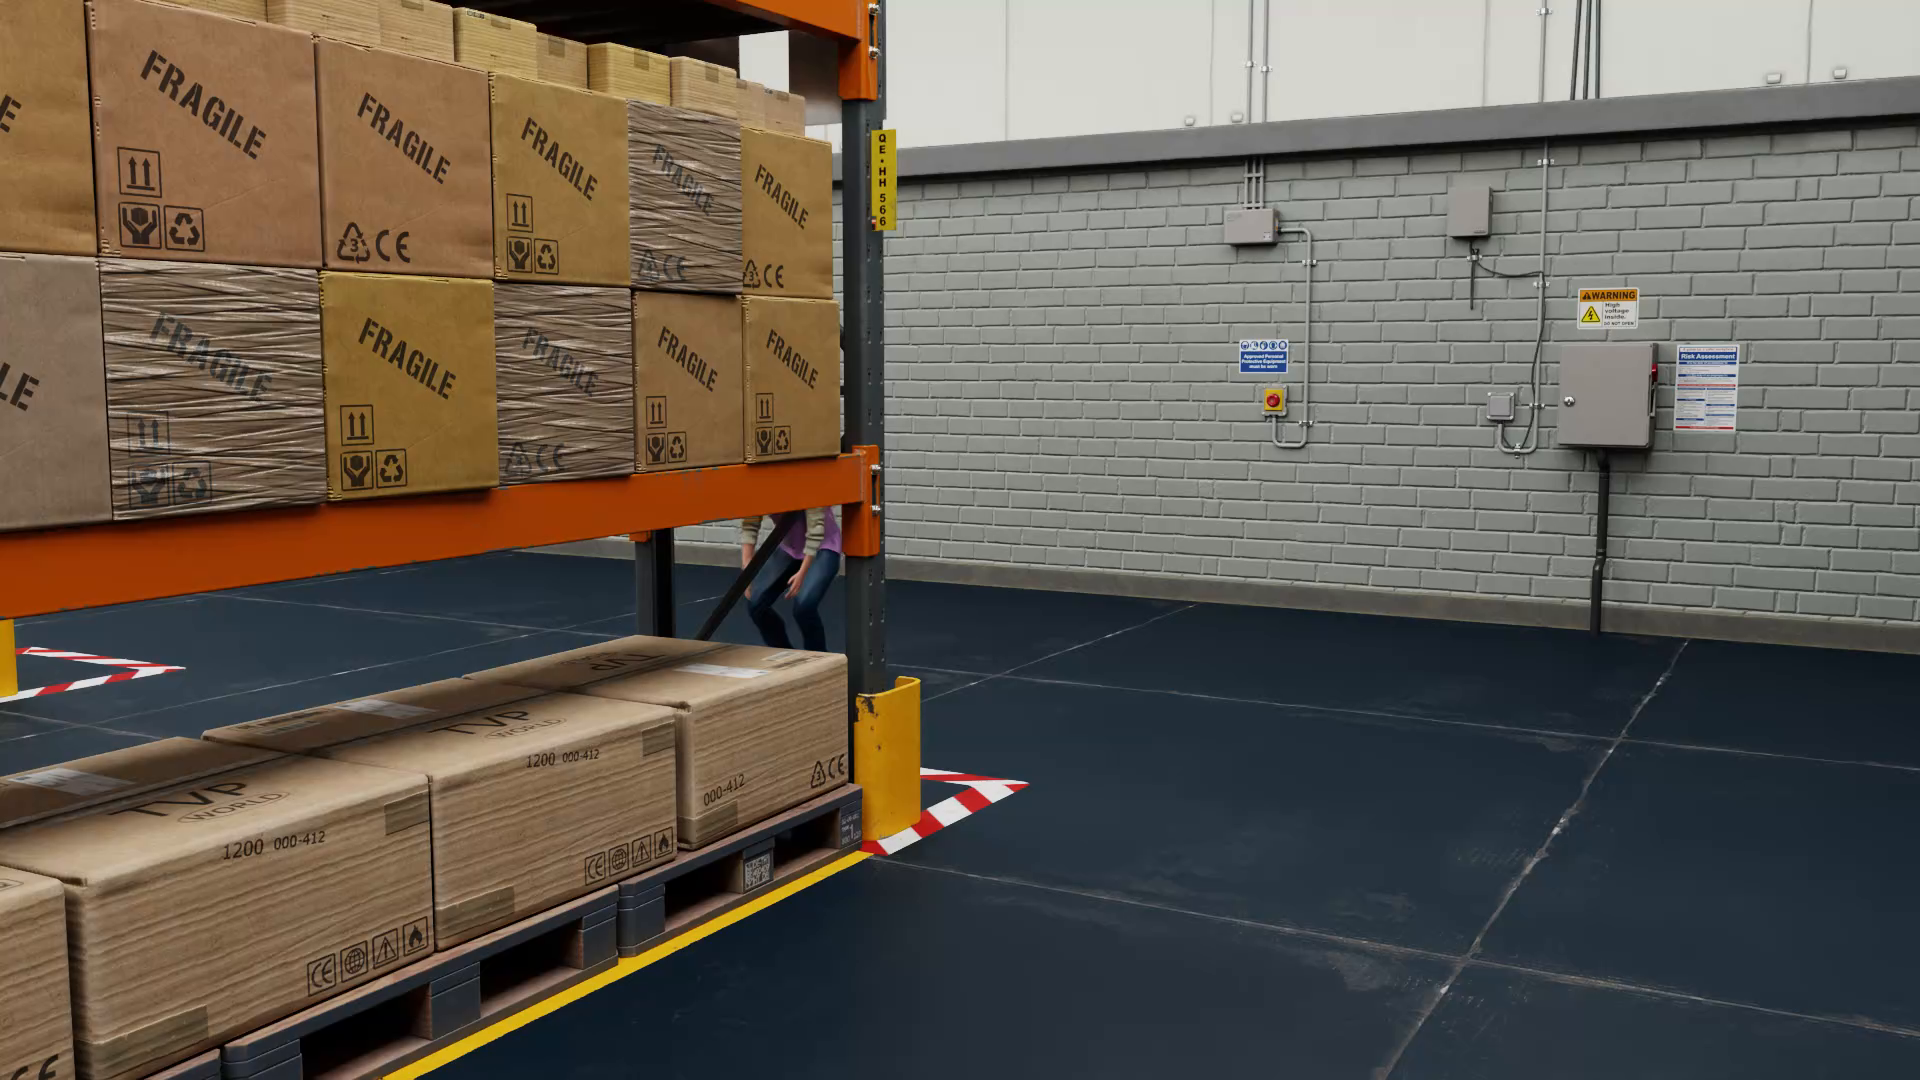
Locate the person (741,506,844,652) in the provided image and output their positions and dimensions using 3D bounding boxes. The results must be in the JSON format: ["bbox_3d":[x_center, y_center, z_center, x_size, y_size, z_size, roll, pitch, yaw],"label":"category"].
[{"bbox_3d":[-0.799,0.097,8.092,0.462,1.297,0.657,3,7,29],"label":"person"}]
